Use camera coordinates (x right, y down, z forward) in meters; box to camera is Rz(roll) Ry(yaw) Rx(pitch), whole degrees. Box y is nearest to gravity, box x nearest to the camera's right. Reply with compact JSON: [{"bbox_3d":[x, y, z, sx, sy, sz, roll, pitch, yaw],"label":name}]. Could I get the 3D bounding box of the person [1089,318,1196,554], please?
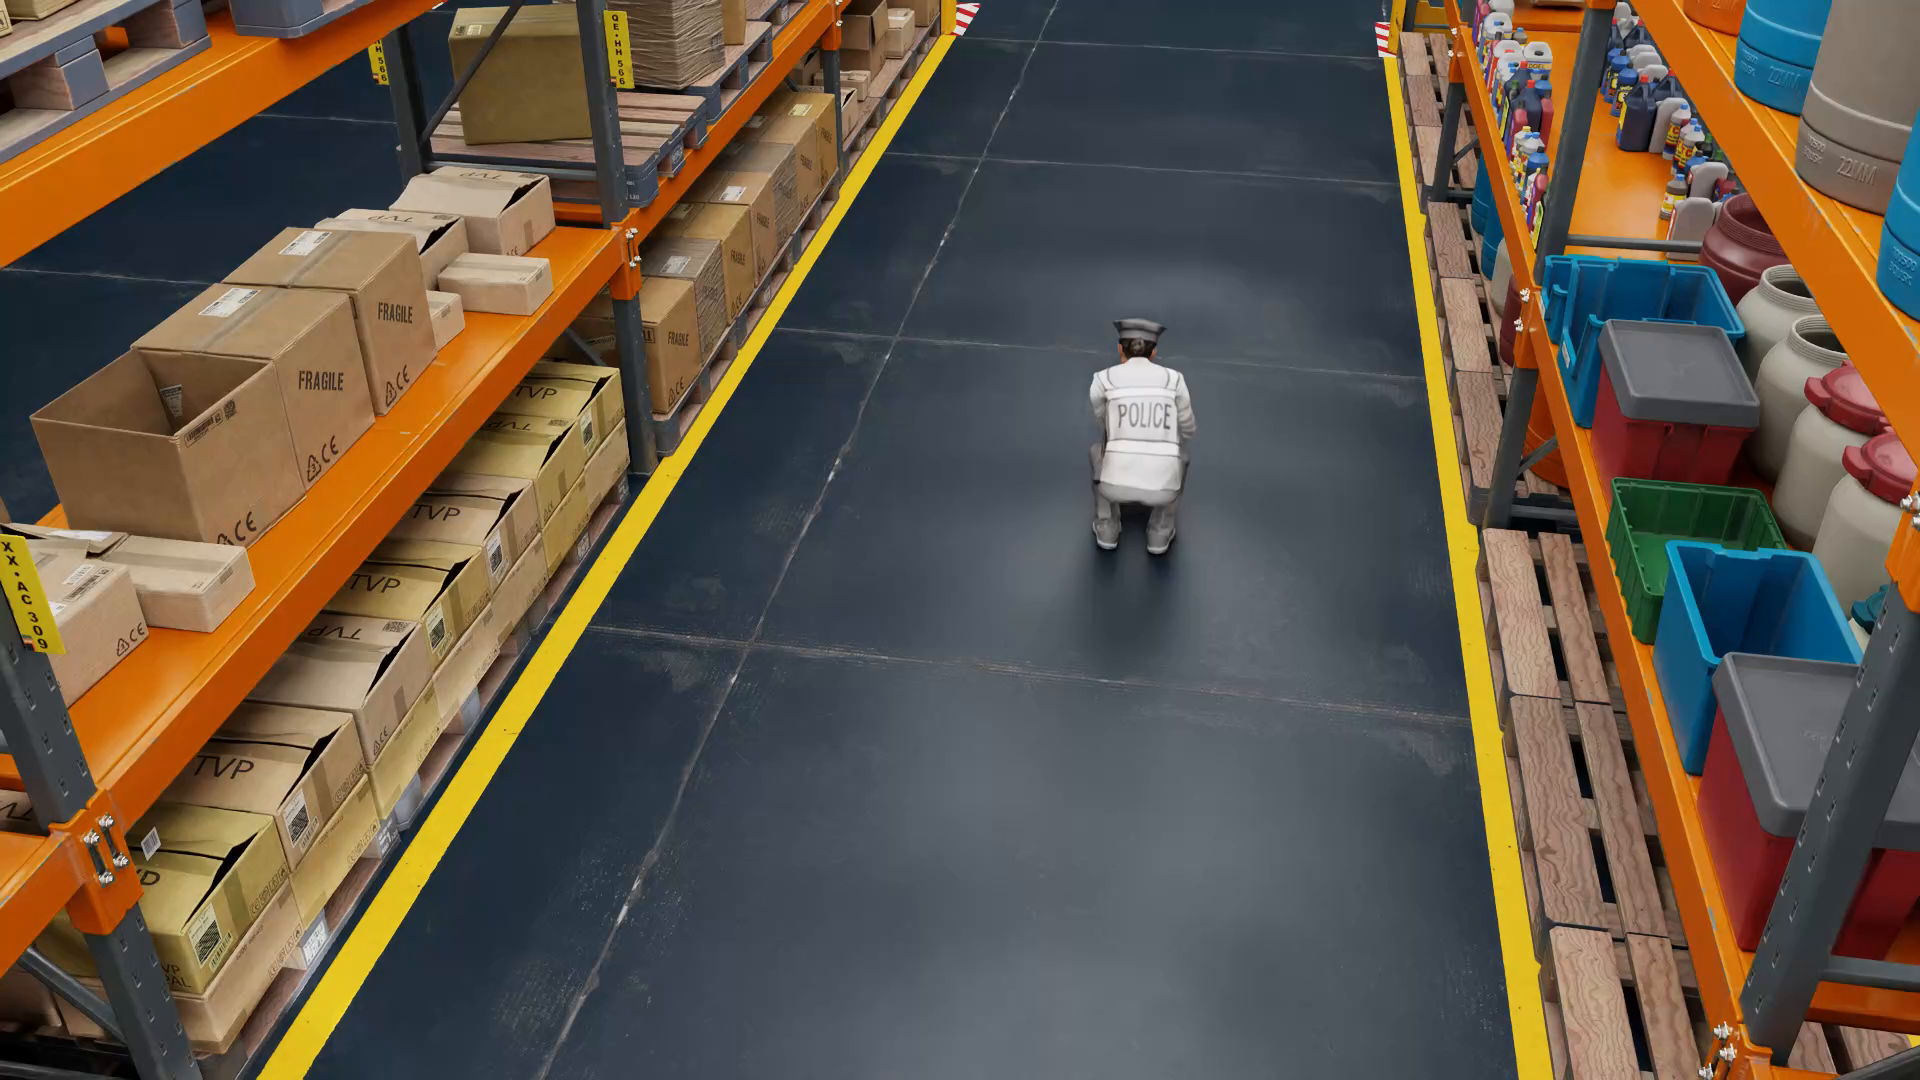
[{"bbox_3d":[0.825,-0.485,7.557,0.486,0.970,0.827,5,33,8],"label":"person"}]
